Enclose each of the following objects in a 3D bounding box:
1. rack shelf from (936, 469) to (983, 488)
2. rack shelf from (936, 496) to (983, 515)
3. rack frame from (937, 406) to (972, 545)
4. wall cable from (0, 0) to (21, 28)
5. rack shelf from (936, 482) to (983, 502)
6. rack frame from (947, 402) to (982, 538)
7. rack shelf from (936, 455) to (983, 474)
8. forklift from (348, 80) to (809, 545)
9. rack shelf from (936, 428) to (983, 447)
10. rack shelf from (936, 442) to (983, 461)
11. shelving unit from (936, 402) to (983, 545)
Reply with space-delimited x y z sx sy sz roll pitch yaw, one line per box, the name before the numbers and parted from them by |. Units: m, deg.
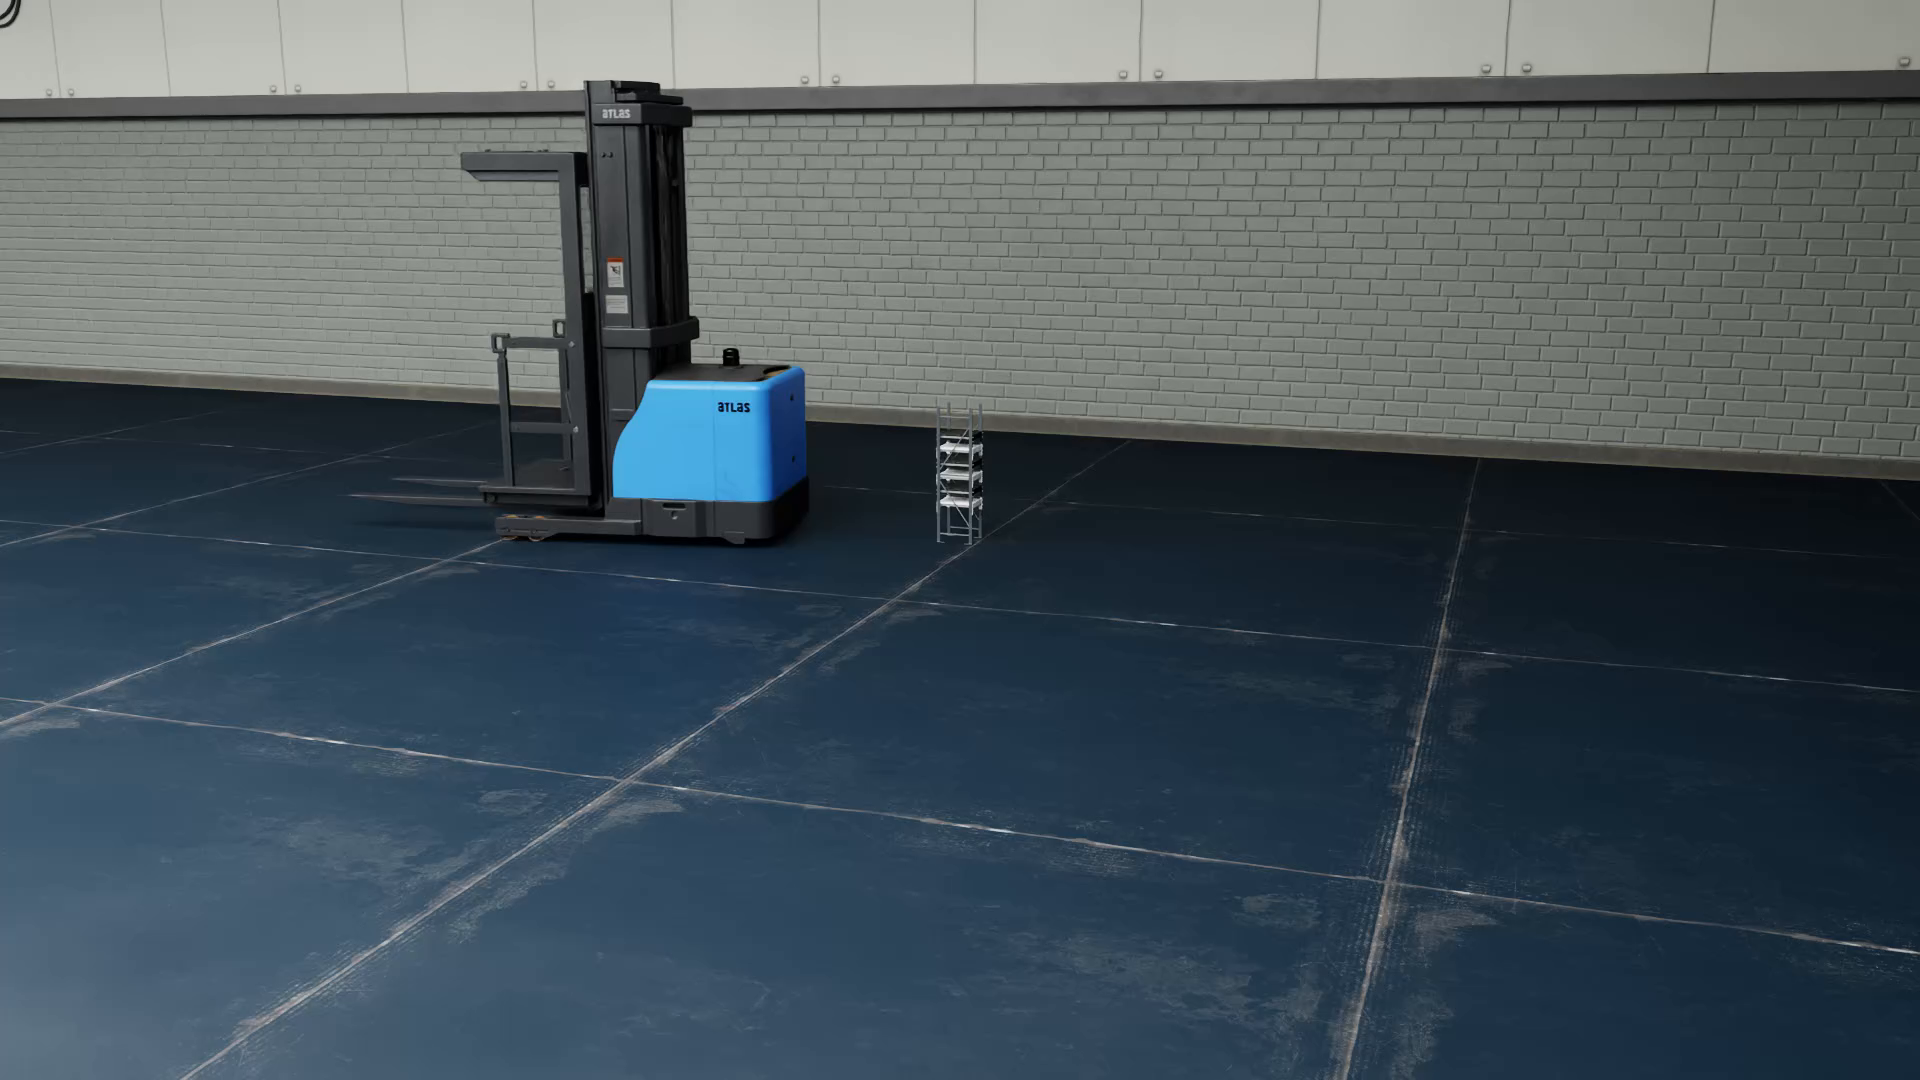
rack shelf | -0.003 -0.405 10.888 0.258 0.077 0.200 4 14 18
rack shelf | -0.003 -0.229 10.928 0.258 0.077 0.200 4 14 18
rack frame | -0.036 -0.416 10.787 0.240 0.900 0.006 4 14 18
wall cable | -11.239 -7.924 17.838 2.305 6.003 0.169 4 14 18
rack shelf | -0.003 -0.317 10.908 0.258 0.077 0.200 4 14 18
rack frame | 0.030 -0.458 10.974 0.240 0.900 0.006 4 14 18
rack shelf | -0.003 -0.492 10.868 0.258 0.077 0.200 4 14 18
forklift | -2.615 -1.532 11.114 3.031 2.935 1.130 2 13 9
rack shelf | -0.003 -0.668 10.828 0.258 0.077 0.200 4 14 18
rack shelf | -0.003 -0.580 10.848 0.258 0.077 0.200 4 14 18
shelving unit | -0.003 -0.437 10.880 0.258 0.900 0.210 4 14 18
